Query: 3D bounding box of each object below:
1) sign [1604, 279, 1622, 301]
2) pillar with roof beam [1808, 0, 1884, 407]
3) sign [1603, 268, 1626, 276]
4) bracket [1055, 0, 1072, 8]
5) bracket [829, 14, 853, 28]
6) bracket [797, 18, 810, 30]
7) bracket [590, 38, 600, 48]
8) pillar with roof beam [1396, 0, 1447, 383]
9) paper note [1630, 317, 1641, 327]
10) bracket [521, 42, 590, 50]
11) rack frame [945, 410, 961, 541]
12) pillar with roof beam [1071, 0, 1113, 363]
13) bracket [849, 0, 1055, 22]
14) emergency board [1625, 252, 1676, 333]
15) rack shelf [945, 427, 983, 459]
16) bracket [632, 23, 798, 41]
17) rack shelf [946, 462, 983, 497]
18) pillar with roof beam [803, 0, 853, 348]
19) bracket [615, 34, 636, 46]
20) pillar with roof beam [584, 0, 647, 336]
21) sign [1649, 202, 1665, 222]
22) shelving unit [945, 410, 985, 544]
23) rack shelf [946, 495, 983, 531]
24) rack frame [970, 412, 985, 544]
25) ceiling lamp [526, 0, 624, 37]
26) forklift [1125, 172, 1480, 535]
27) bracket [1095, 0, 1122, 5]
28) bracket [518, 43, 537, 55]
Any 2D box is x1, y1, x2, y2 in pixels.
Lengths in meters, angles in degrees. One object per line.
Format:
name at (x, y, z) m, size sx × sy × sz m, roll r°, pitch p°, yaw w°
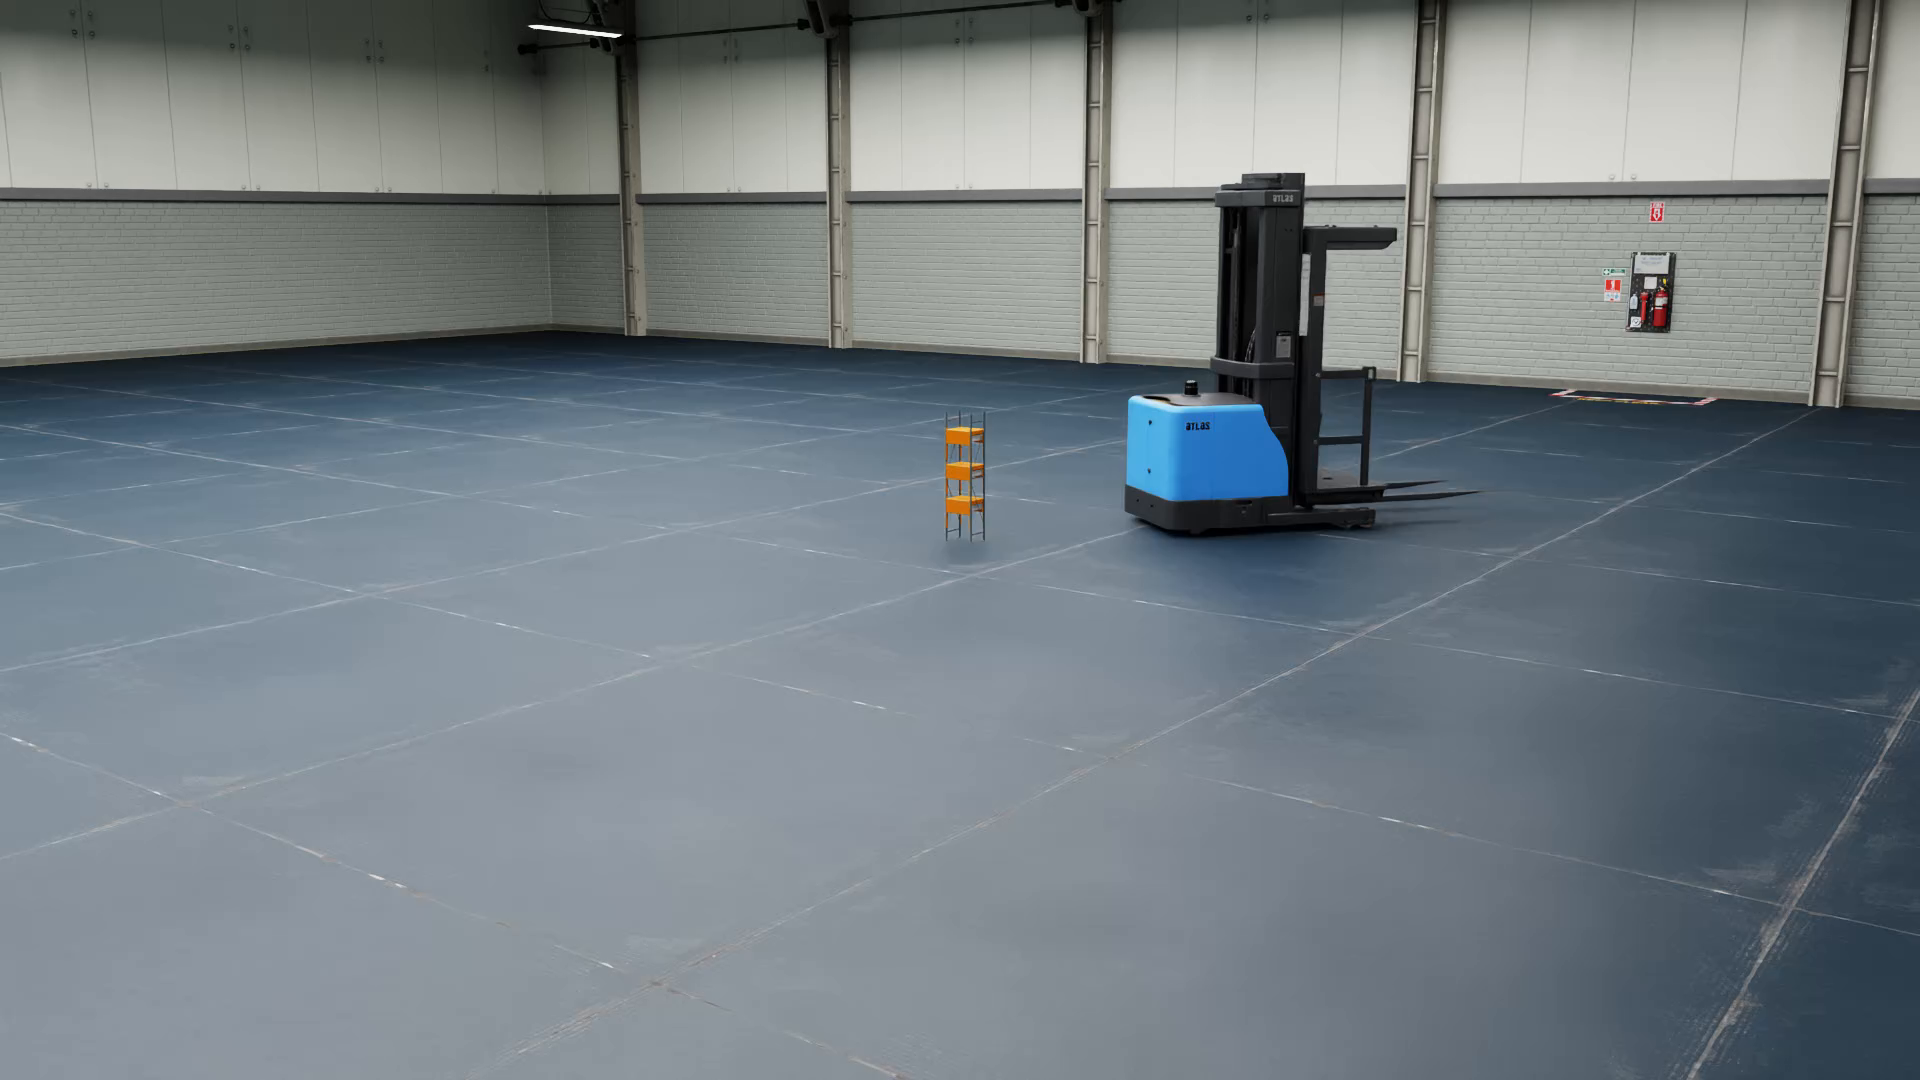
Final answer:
sign at (9.743, -3.730, 24.821) m, size 0.234 × 0.329 × 0.001 m, roll 8°, pitch 13°, yaw 36°
pillar with roof beam at (9.549, -5.638, 18.978) m, size 0.400 × 9.000 × 9.100 m, roll 8°, pitch 13°, yaw 36°
sign at (9.741, -3.989, 24.761) m, size 0.331 × 0.109 × 0.001 m, roll 8°, pitch 13°, yaw 36°
bracket at (1.880, -9.405, 28.977) m, size 0.430 × 0.232 × 0.235 m, roll 8°, pitch 13°, yaw 36°
bracket at (-2.287, -9.986, 31.981) m, size 0.430 × 0.232 × 0.235 m, roll 8°, pitch 13°, yaw 36°
bracket at (-2.956, -10.080, 32.464) m, size 0.430 × 0.232 × 0.235 m, roll 8°, pitch 13°, yaw 36°
bracket at (-7.792, -10.754, 35.951) m, size 0.430 × 0.232 × 0.235 m, roll 8°, pitch 13°, yaw 36°
pillar with roof beam at (4.713, -6.312, 22.465) m, size 0.400 × 9.000 × 9.100 m, roll 8°, pitch 13°, yaw 36°
paper note at (10.026, -3.233, 24.662) m, size 0.142 × 0.148 × 0.016 m, roll 8°, pitch 13°, yaw 36°
bracket at (-9.226, -10.954, 36.985) m, size 3.189 × 0.066 × 0.076 m, roll 8°, pitch 13°, yaw 36°
rack frame at (-0.055, -0.523, 13.470) m, size 0.008 × 1.050 × 0.200 m, roll 8°, pitch 13°, yaw 36°
pillar with roof beam at (-0.123, -6.987, 25.952) m, size 0.548 × 9.000 × 9.100 m, roll 8°, pitch 13°, yaw 36°
bracket at (-0.210, -9.697, 30.484) m, size 4.783 × 0.066 × 0.076 m, roll 8°, pitch 13°, yaw 36°
emergency board at (10.128, -3.635, 24.421) m, size 0.643 × 1.169 × 0.194 m, roll 8°, pitch 13°, yaw 36°
rack shelf at (0.043, -0.778, 13.347) m, size 0.240 × 0.259 × 0.215 m, roll 8°, pitch 13°, yaw 36°
bracket at (-5.046, -10.371, 33.971) m, size 4.783 × 0.066 × 0.076 m, roll 8°, pitch 13°, yaw 36°
rack shelf at (0.043, -0.499, 13.401) m, size 0.240 × 0.259 × 0.215 m, roll 8°, pitch 13°, yaw 36°
pillar with roof beam at (-4.959, -7.661, 29.439) m, size 0.548 × 9.000 × 9.100 m, roll 8°, pitch 13°, yaw 36°
bracket at (-7.123, -10.661, 35.468) m, size 0.430 × 0.232 × 0.235 m, roll 8°, pitch 13°, yaw 36°
pillar with roof beam at (-9.796, -8.336, 32.926) m, size 0.548 × 9.000 × 9.100 m, roll 8°, pitch 13°, yaw 36°
sign at (10.180, -4.789, 24.284) m, size 0.199 × 0.298 × 0.001 m, roll 8°, pitch 13°, yaw 36°
shelving unit at (0.043, -0.509, 13.399) m, size 0.252 × 1.050 × 0.215 m, roll 8°, pitch 13°, yaw 36°
rack shelf at (0.043, -0.226, 13.454) m, size 0.240 × 0.259 × 0.215 m, roll 8°, pitch 13°, yaw 36°
rack frame at (0.141, -0.496, 13.328) m, size 0.008 × 1.050 × 0.200 m, roll 8°, pitch 13°, yaw 36°
ceiling lamp at (-7.069, -10.667, 29.607) m, size 0.800 × 3.185 × 2.000 m, roll 8°, pitch 13°, yaw 36°
forklift at (3.006, -1.621, 14.194) m, size 3.031 × 2.935 × 1.130 m, roll -3°, pitch 11°, yaw -17°
bracket at (2.549, -9.312, 28.495) m, size 0.430 × 0.232 × 0.235 m, roll 8°, pitch 13°, yaw 36°
bracket at (-9.702, -11.021, 37.328) m, size 0.430 × 0.232 × 0.235 m, roll 8°, pitch 13°, yaw 36°
